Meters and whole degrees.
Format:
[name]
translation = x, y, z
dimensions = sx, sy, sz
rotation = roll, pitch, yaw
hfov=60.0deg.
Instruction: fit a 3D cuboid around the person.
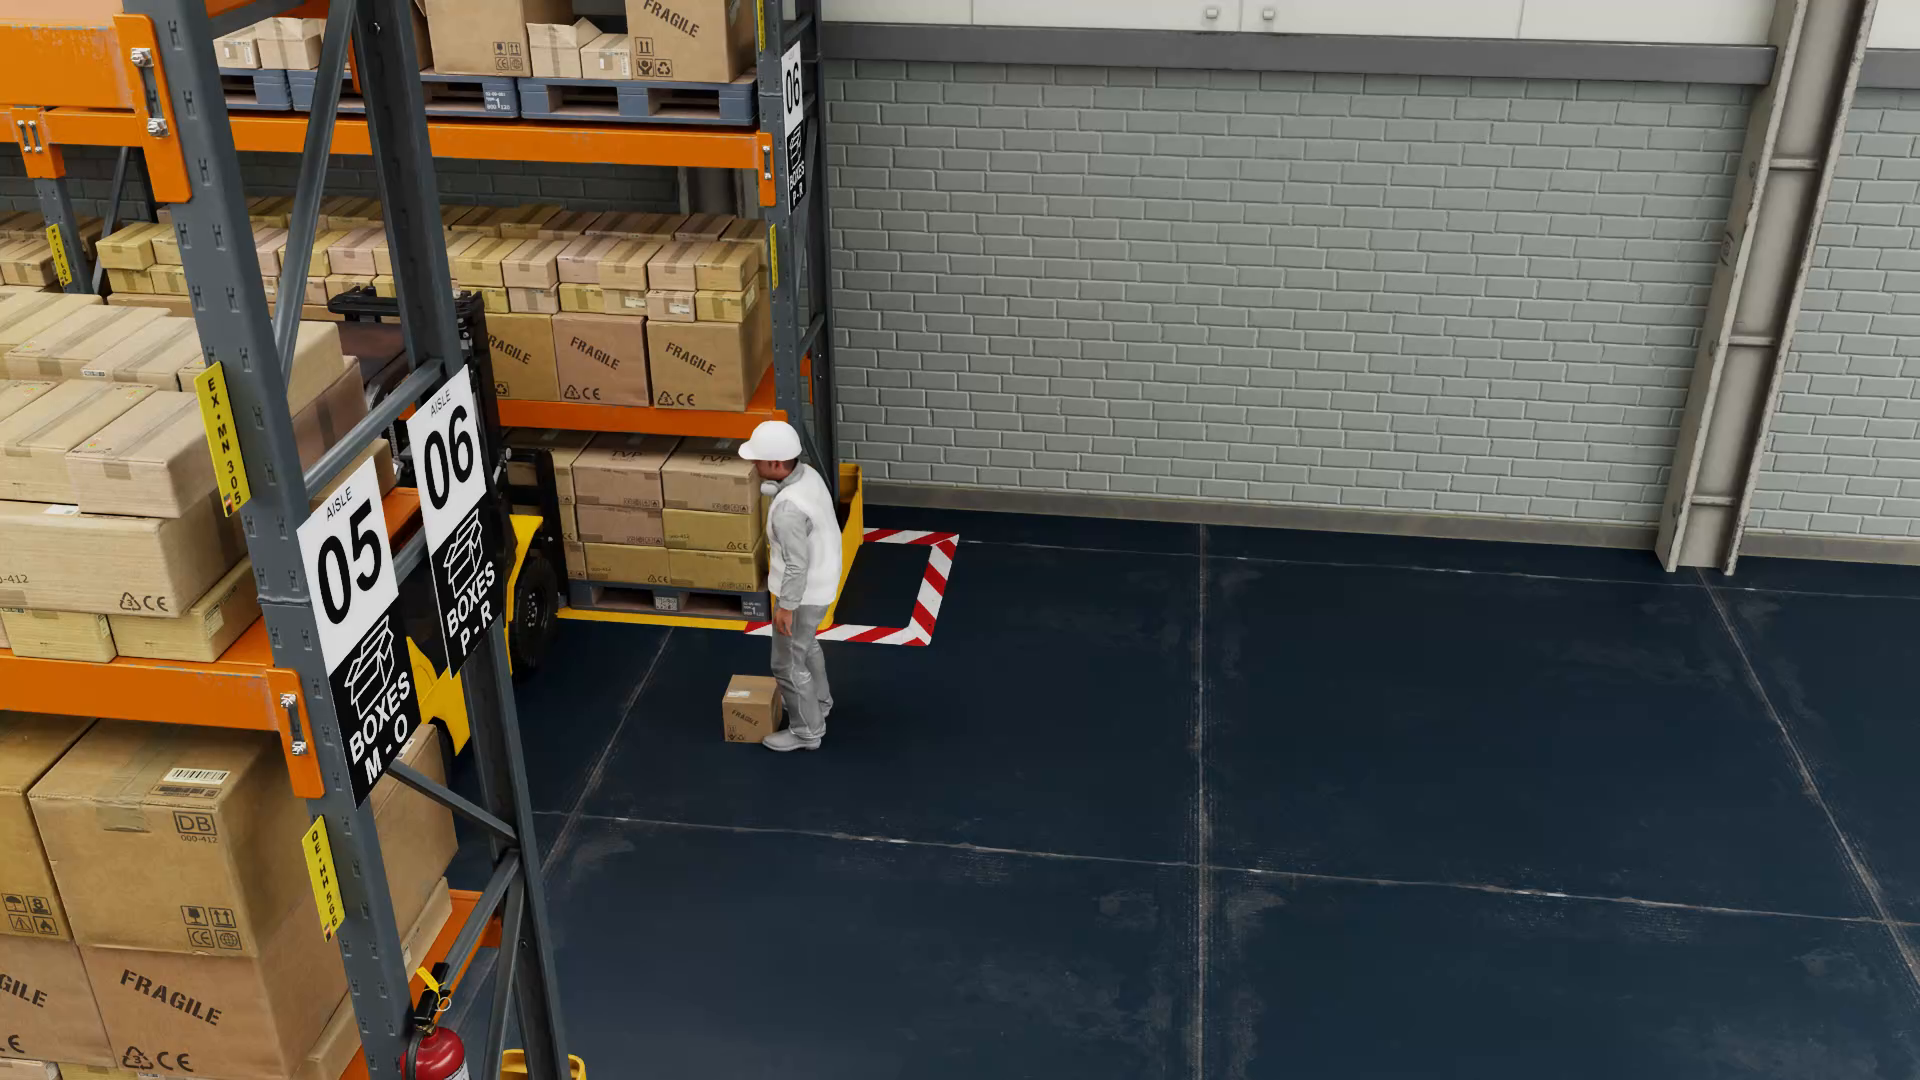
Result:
[person]
translation = -0.815, 0.213, 8.197
dimensions = 0.464, 1.771, 0.581
rotation = 3, 28, 6
